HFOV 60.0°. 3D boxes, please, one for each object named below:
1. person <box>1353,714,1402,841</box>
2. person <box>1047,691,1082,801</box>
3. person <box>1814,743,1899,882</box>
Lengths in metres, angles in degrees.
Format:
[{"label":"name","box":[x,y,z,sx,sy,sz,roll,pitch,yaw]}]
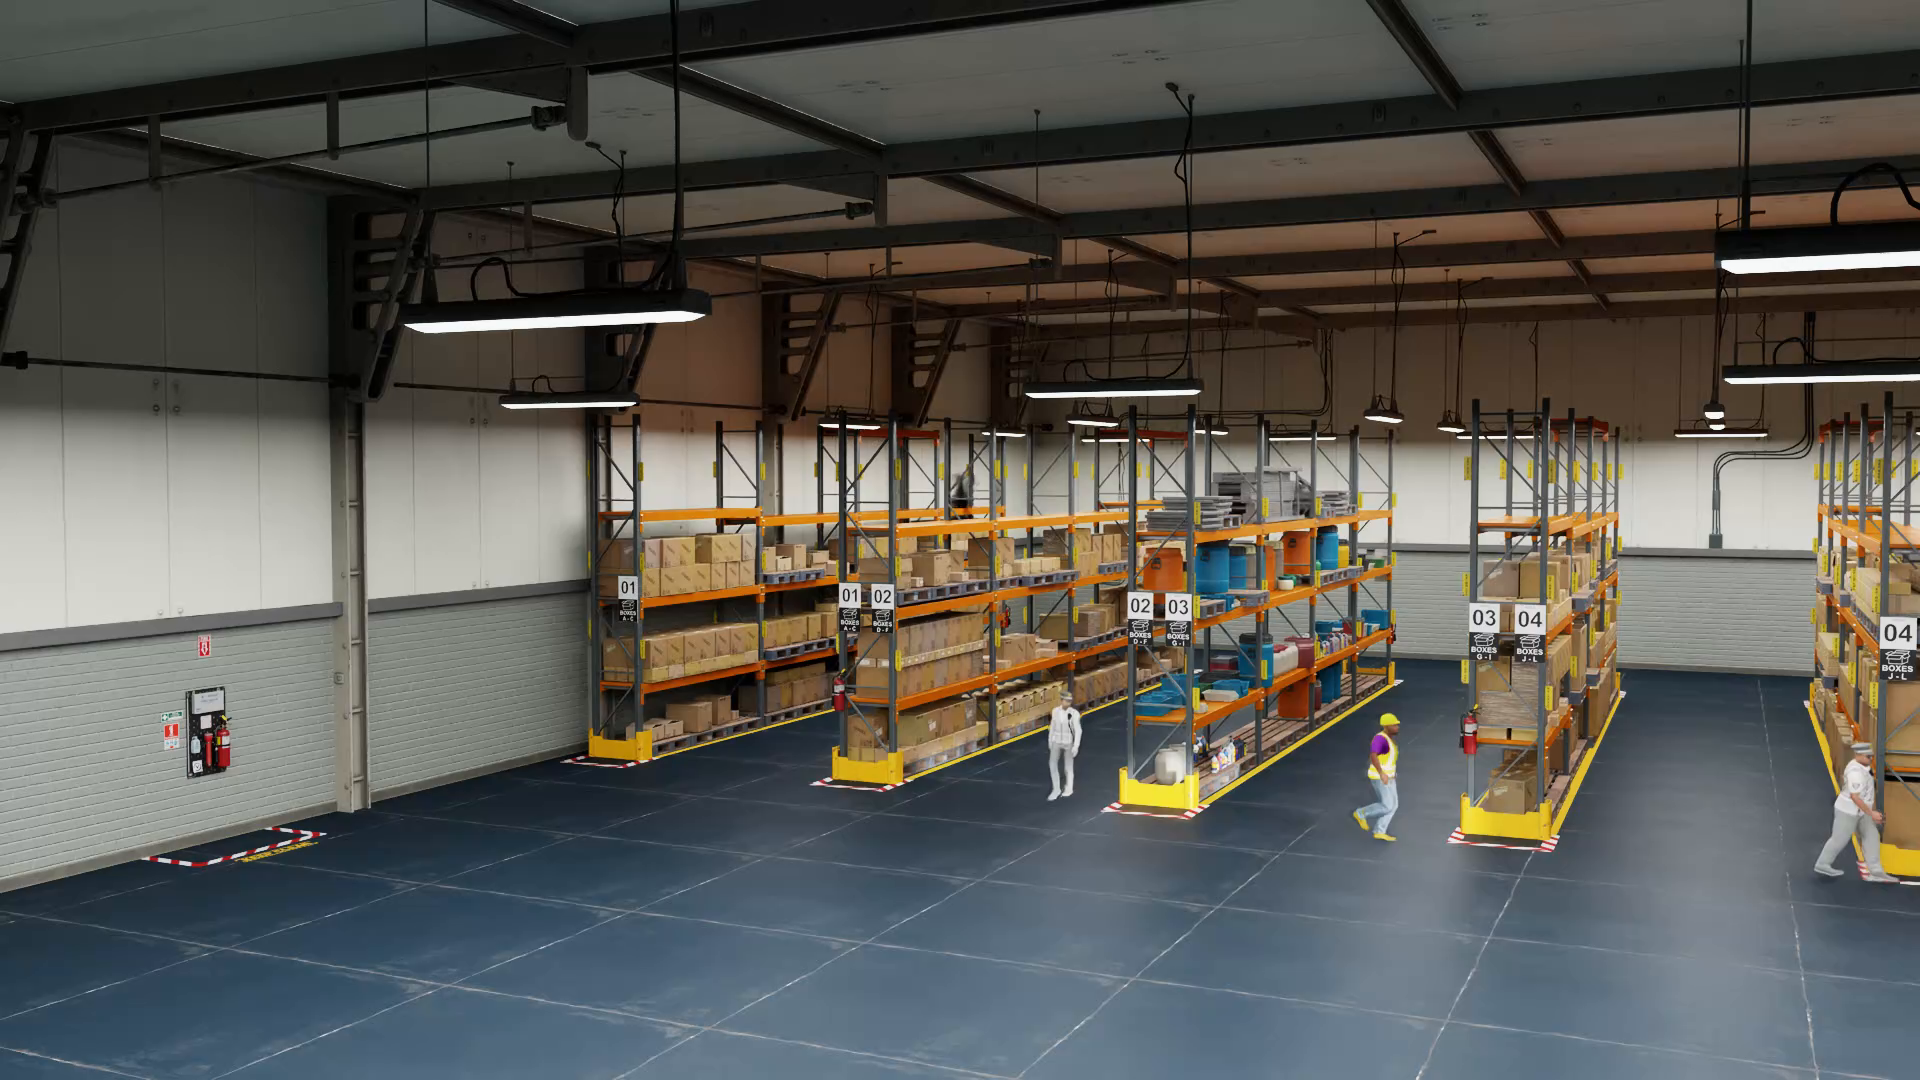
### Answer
[{"label":"person","box":[5.676,3.221,22.636,0.640,1.732,0.737,2,3,33]},{"label":"person","box":[1.594,3.148,25.413,0.556,1.672,0.578,1,2,16]},{"label":"person","box":[10.854,3.287,20.160,0.871,1.716,0.611,2,3,42]}]
